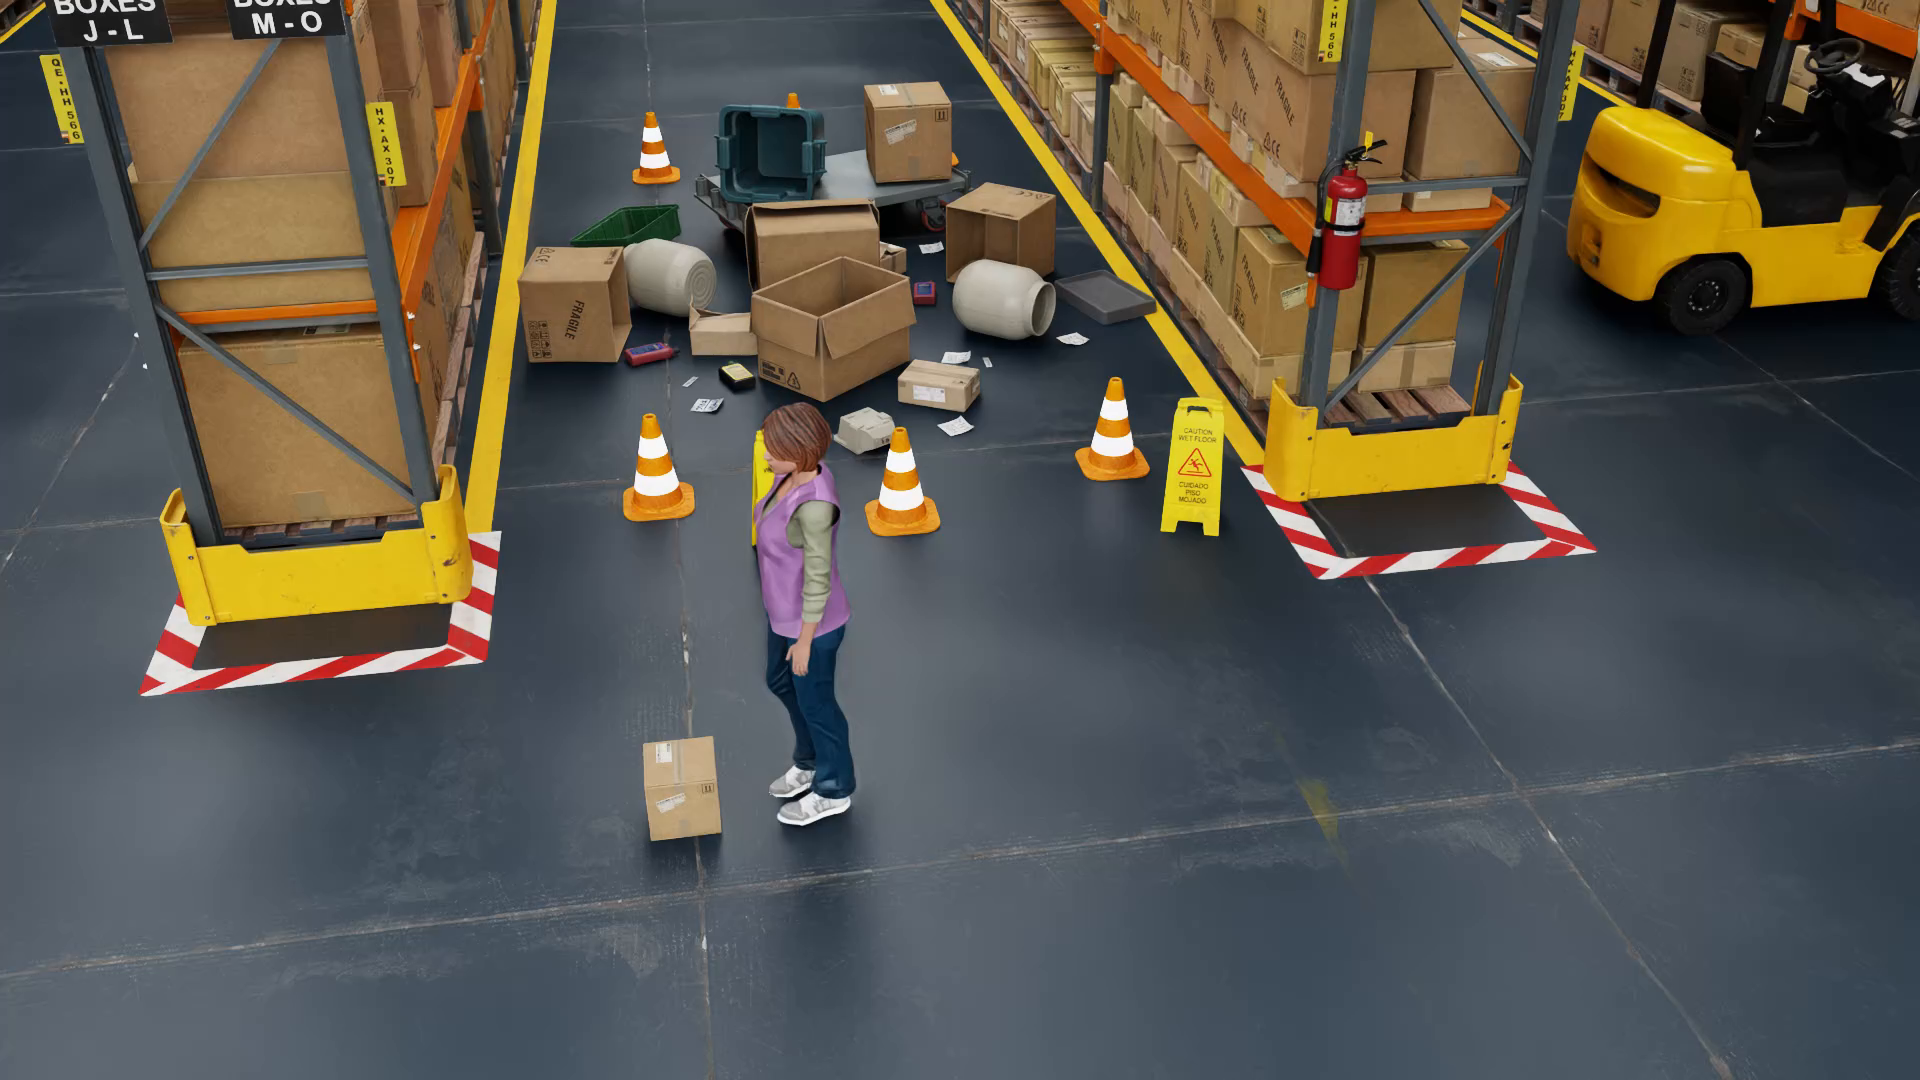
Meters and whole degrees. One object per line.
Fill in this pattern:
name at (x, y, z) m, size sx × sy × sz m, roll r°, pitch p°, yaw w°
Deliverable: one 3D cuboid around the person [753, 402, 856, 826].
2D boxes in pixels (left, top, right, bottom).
person at (-0.531, 0.275, 5.681) m, size 0.309 × 1.639 × 0.451 m, roll -8°, pitch 32°, yaw -13°
